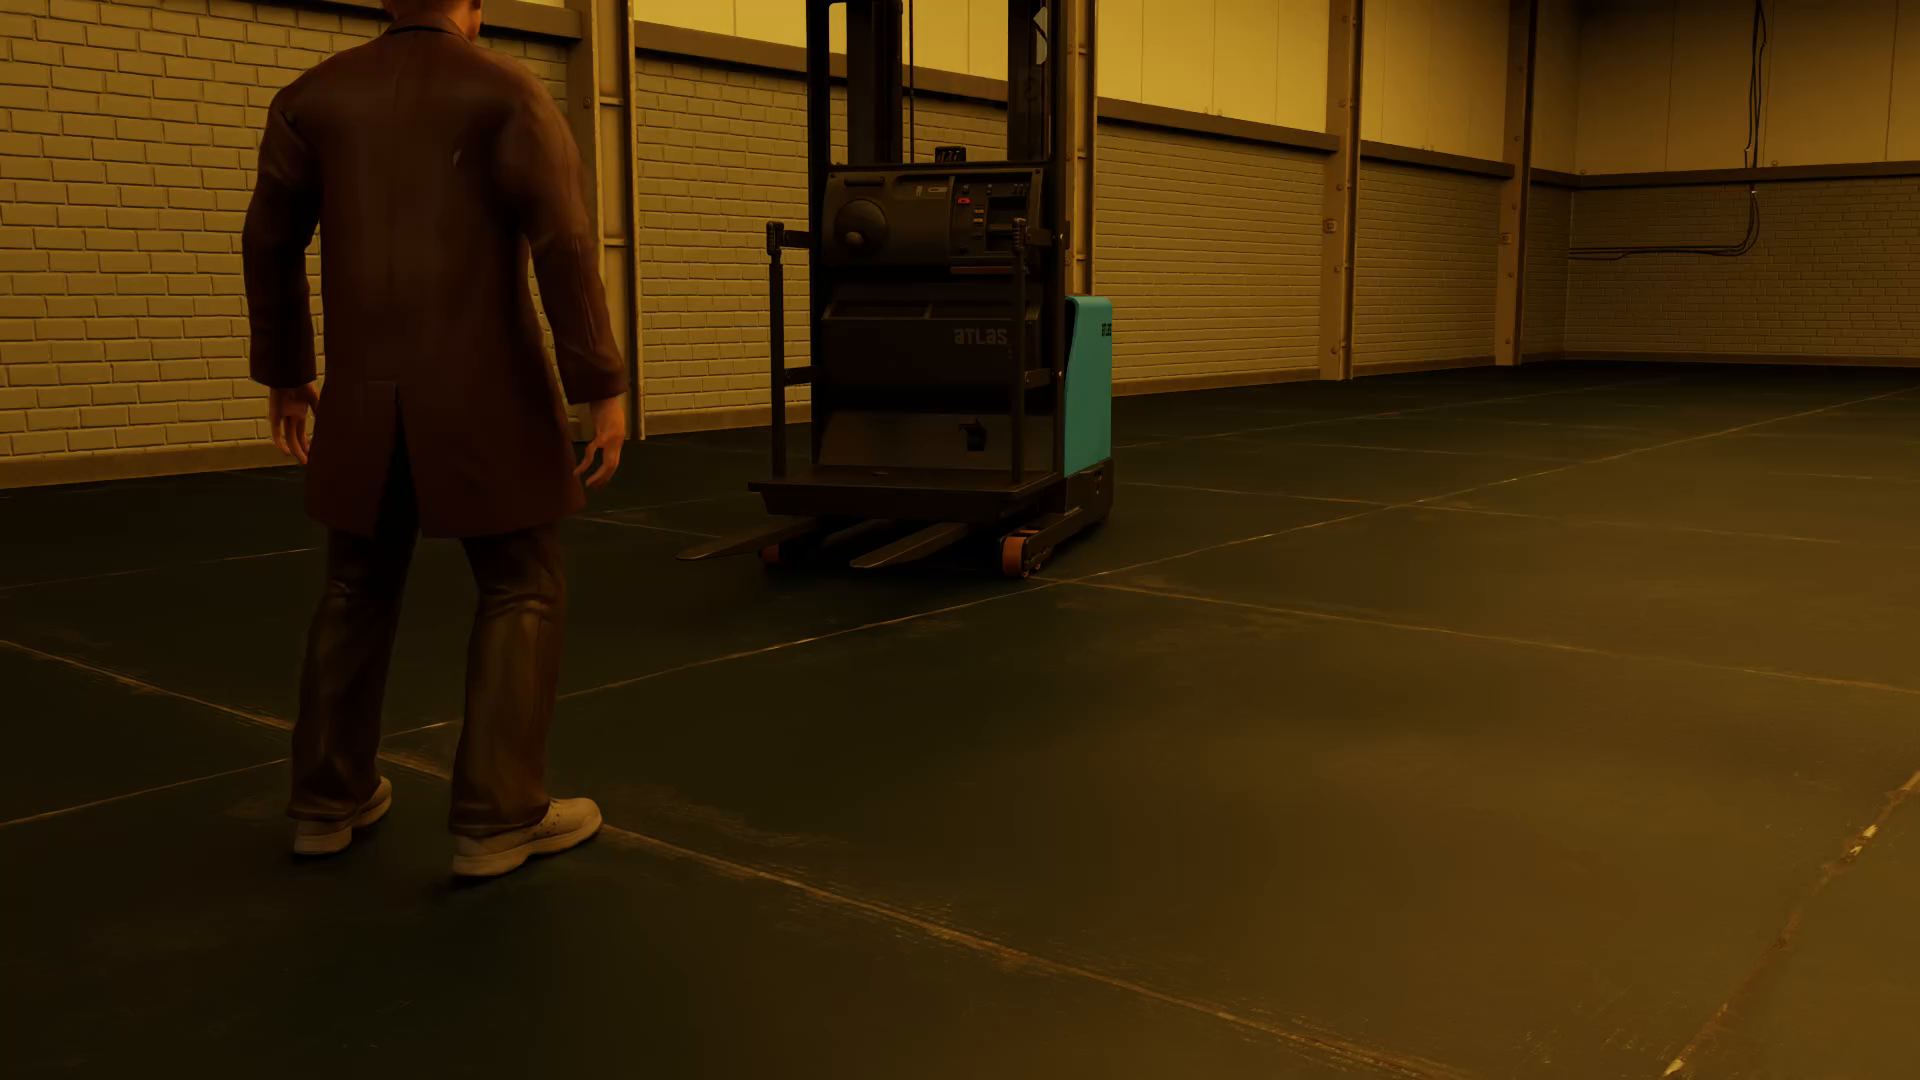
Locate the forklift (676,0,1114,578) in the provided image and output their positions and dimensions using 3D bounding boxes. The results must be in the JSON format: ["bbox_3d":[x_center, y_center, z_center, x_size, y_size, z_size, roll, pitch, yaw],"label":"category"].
[{"bbox_3d":[-0.176,-1.366,6.616,1.130,2.935,3.031,3,9,17],"label":"forklift"}]

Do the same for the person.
[{"bbox_3d":[-0.974,-0.271,3.168,0.775,1.765,0.435,2,8,10],"label":"person"}]
